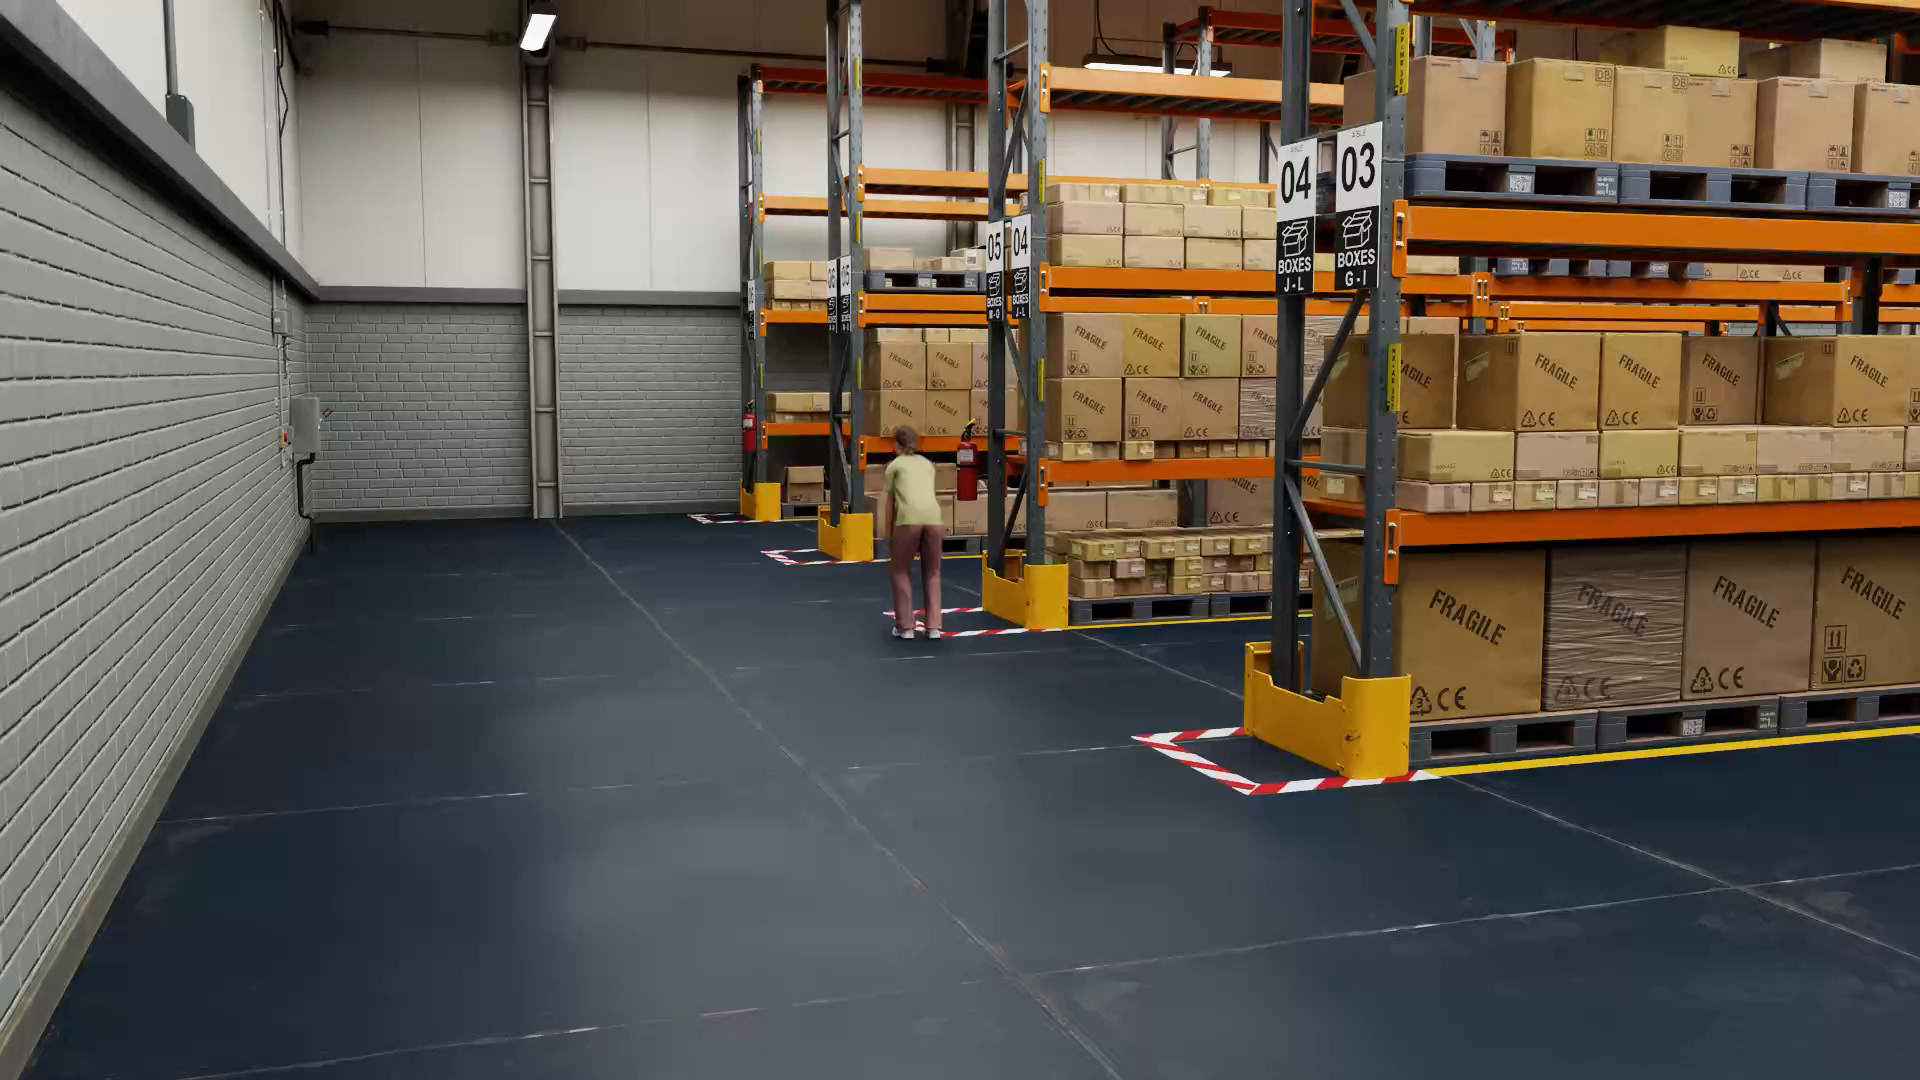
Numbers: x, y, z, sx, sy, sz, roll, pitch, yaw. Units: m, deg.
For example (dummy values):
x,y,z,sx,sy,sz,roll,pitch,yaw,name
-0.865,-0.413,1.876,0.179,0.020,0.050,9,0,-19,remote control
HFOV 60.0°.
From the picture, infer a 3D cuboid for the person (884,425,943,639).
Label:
x,y,z,sx,sy,sz,roll,pitch,yaw,name
-0.359,-0.064,12.545,0.409,1.601,0.551,-2,6,-19,person
